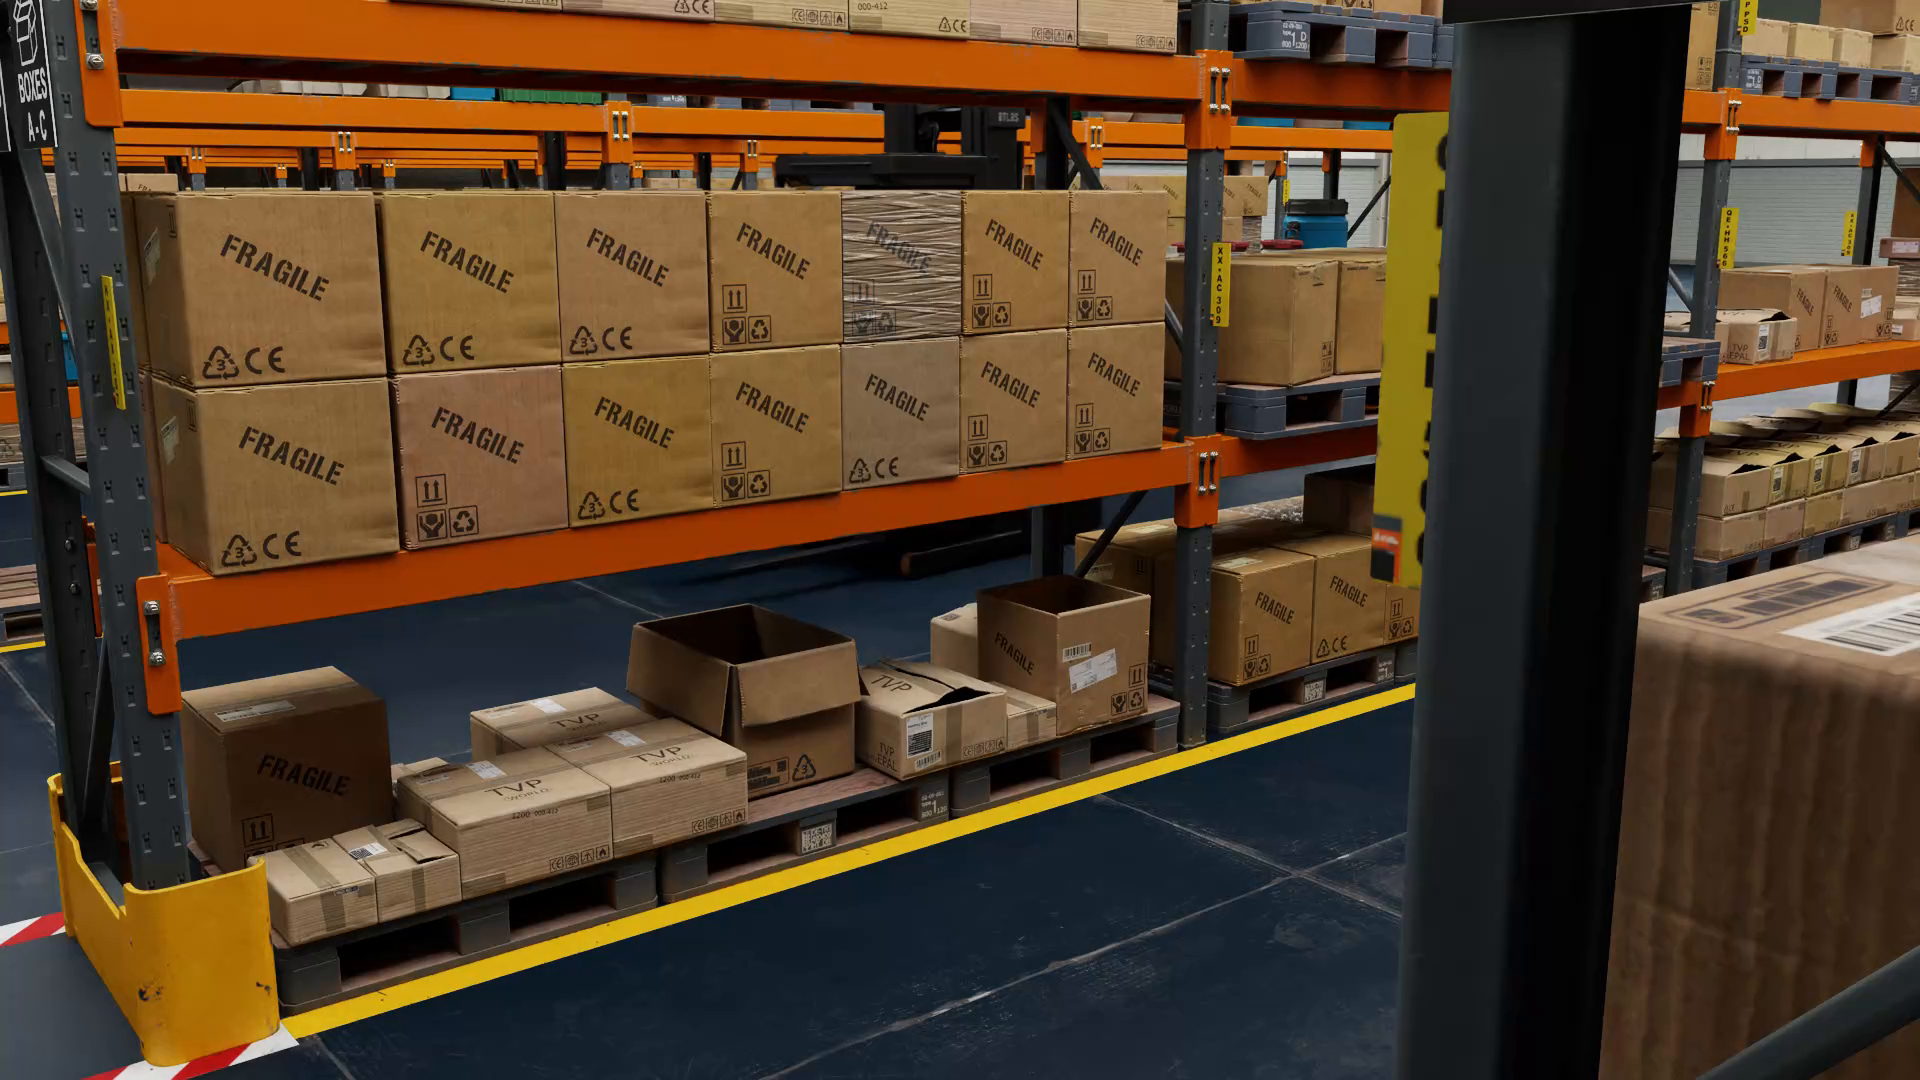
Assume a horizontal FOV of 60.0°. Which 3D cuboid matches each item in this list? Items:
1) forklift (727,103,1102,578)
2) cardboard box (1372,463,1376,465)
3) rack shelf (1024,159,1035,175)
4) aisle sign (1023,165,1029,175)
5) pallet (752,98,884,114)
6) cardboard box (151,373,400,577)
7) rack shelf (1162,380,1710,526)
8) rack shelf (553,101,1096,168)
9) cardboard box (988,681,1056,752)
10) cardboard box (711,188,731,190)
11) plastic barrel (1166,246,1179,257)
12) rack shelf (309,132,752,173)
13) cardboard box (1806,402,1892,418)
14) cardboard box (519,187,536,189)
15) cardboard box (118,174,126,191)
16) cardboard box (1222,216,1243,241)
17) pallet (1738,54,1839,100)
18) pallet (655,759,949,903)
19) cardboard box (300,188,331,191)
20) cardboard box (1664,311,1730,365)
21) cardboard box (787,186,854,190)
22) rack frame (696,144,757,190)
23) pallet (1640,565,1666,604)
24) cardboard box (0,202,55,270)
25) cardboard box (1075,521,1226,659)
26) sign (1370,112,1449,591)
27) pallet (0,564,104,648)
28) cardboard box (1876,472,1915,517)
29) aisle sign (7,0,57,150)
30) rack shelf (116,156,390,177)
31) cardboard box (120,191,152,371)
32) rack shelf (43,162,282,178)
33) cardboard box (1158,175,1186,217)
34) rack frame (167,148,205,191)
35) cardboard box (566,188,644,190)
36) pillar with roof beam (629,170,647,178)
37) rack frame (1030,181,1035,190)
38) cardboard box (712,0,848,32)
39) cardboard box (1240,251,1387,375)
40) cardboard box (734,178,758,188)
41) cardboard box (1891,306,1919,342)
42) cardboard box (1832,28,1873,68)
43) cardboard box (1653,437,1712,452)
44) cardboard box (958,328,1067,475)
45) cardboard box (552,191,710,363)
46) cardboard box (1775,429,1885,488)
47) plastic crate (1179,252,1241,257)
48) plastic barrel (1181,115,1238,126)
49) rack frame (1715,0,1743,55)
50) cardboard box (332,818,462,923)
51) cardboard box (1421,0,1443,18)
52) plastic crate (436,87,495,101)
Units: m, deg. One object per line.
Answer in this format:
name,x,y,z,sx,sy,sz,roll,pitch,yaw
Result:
forklift,-0.436,-1.321,10.293,1.130,2.935,3.031,12,17,44
cardboard box,2.385,-0.250,8.239,0.500,0.250,0.500,-10,15,-39
rack shelf,-0.714,-5.511,24.369,4.000,0.370,1.077,-9,15,-38
aisle sign,1.090,-5.887,25.372,0.004,0.787,0.394,-9,15,-38
pallet,-0.974,-3.117,11.818,1.213,0.211,1.003,-9,15,-38
cardboard box,-1.930,-0.217,4.691,0.500,0.500,0.500,-9,15,-36
rack shelf,2.244,-0.580,8.372,4.000,0.370,1.077,-9,15,-38
rack shelf,-0.847,-2.852,11.847,4.000,0.370,1.077,-9,15,-38
cardboard box,0.159,0.685,6.486,0.250,0.149,0.380,-9,15,-38
cardboard box,-3.455,-4.476,22.337,0.500,0.500,0.700,-9,15,-37
plastic barrel,1.713,-2.273,14.343,0.421,0.512,0.421,0,12,0
rack shelf,-3.942,-3.655,15.630,4.000,0.370,1.077,-9,15,-38
cardboard box,6.451,-0.832,12.086,0.500,0.311,0.500,-9,15,-37
cardboard box,-6.819,-5.481,26.191,0.250,0.149,0.380,-8,15,-35
cardboard box,-9.121,-3.608,17.536,0.500,0.500,0.500,-10,16,-39
cardboard box,3.105,-3.880,21.224,0.500,0.500,0.875,-9,15,-38
pallet,4.280,-2.669,9.711,1.003,0.211,1.213,-9,15,-35
pallet,-0.808,0.940,6.197,1.213,0.211,1.003,-9,15,-38
cardboard box,-9.206,-4.767,23.709,0.500,0.500,0.500,-9,15,-37
cardboard box,4.117,-1.188,9.718,0.500,0.311,0.500,-8,15,-34
cardboard box,-1.966,-4.780,23.455,0.550,0.550,0.875,-9,15,-38
rack frame,-2.380,-2.799,17.089,0.127,3.000,1.000,-9,15,-38
pallet,3.199,0.263,9.382,1.213,0.211,1.003,-9,15,-38
cardboard box,-7.292,-2.352,12.821,0.500,0.500,0.500,-10,16,-39
cardboard box,0.889,0.224,7.810,0.500,0.500,0.500,-10,15,-38
sign,0.328,-0.123,1.128,0.005,0.325,0.100,-9,15,-38
pallet,-4.864,0.306,9.181,1.213,0.211,1.003,-9,15,-38
cardboard box,5.991,-0.339,11.111,0.500,0.250,0.500,-9,15,-36
aisle sign,-2.311,-1.369,4.095,0.004,0.787,0.394,-9,15,-38
rack shelf,-10.132,-5.262,23.199,4.000,0.370,1.077,-9,15,-38
cardboard box,-2.265,-0.794,4.999,0.500,0.500,0.500,-10,15,-38
rack shelf,-13.236,-6.067,26.989,4.000,0.370,1.077,-9,15,-38
cardboard box,2.418,-4.215,20.395,0.500,0.500,0.500,-9,15,-38
rack frame,-8.523,-3.098,18.495,0.127,3.000,1.000,-9,15,-38
cardboard box,-3.471,-3.162,16.144,0.637,0.503,0.797,-9,15,-36
pillar with roof beam,-3.845,-8.541,29.688,0.400,9.000,9.100,-9,15,-38
rack frame,0.744,-3.318,19.533,0.127,3.000,1.000,-9,15,-38
cardboard box,-0.707,-1.767,5.368,0.500,0.250,0.500,-9,15,-38
cardboard box,1.689,-1.052,7.609,0.500,0.500,0.700,-7,14,-29
cardboard box,-3.796,-5.837,28.031,0.500,0.500,0.700,-10,15,-38
cardboard box,6.357,-1.501,11.301,0.258,0.266,0.396,-10,16,-39
cardboard box,5.398,-3.072,10.503,0.500,0.250,0.500,-11,16,-42
cardboard box,4.463,-0.503,10.534,0.500,0.311,0.500,-10,15,-39
cardboard box,0.051,-0.548,6.248,0.500,0.500,0.500,-9,15,-36
cardboard box,-1.133,-0.840,5.214,0.500,0.500,0.500,-9,15,-37
cardboard box,5.604,-0.549,10.751,0.500,0.311,0.500,-10,15,-38
plastic crate,2.167,-2.187,14.053,0.583,0.464,0.402,-9,15,-38
plastic barrel,2.002,-3.829,13.685,0.708,0.830,0.600,-9,15,-38
rack frame,3.806,-4.126,8.897,0.127,3.000,1.000,-9,15,-38
cardboard box,-1.704,0.986,5.026,0.250,0.166,0.380,-9,15,-38
cardboard box,2.162,-2.670,7.768,0.600,0.600,0.600,-10,16,-40
plastic crate,-2.921,-2.692,9.767,0.300,0.233,0.416,-9,15,-38
